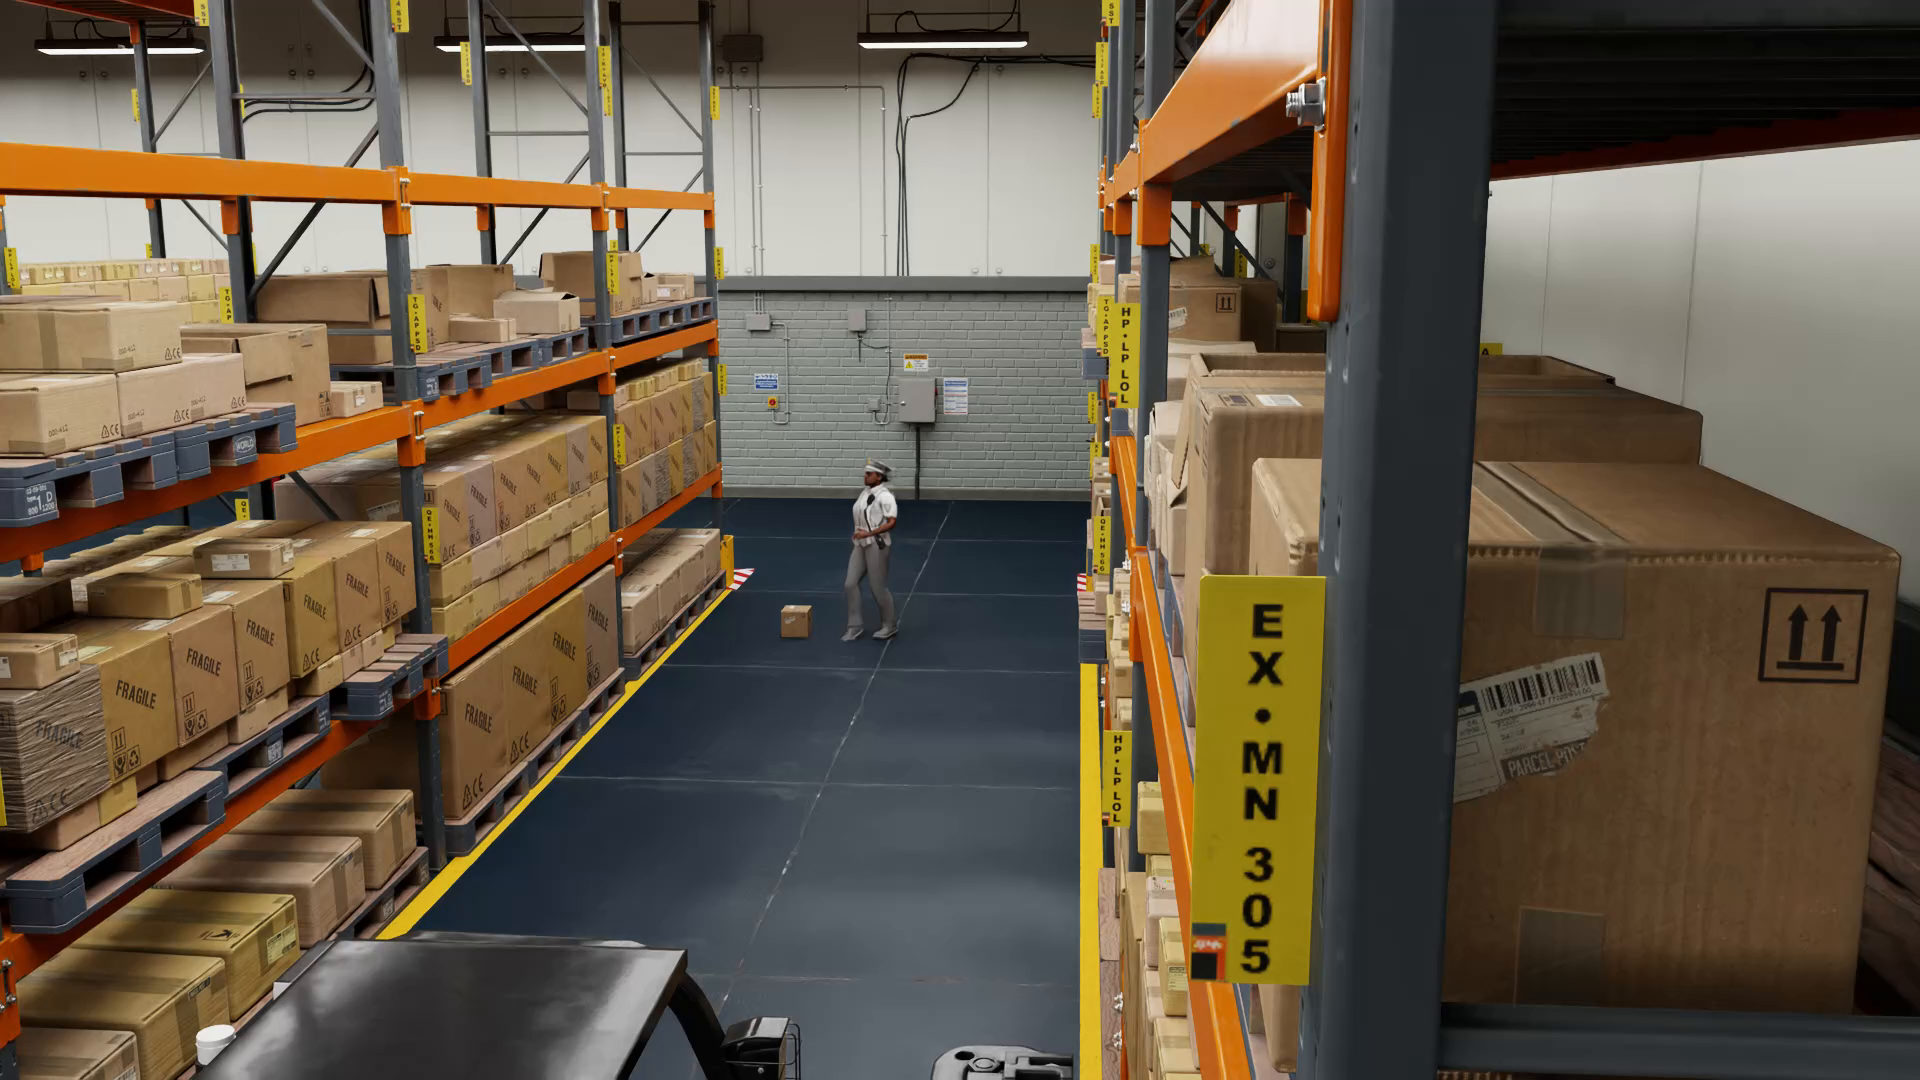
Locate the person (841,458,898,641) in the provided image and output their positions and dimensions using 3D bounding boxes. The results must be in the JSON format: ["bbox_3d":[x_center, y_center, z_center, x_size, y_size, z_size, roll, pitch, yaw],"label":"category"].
[{"bbox_3d":[-0.885,0.110,15.450,0.577,1.740,0.635,-7,13,-34],"label":"person"}]
